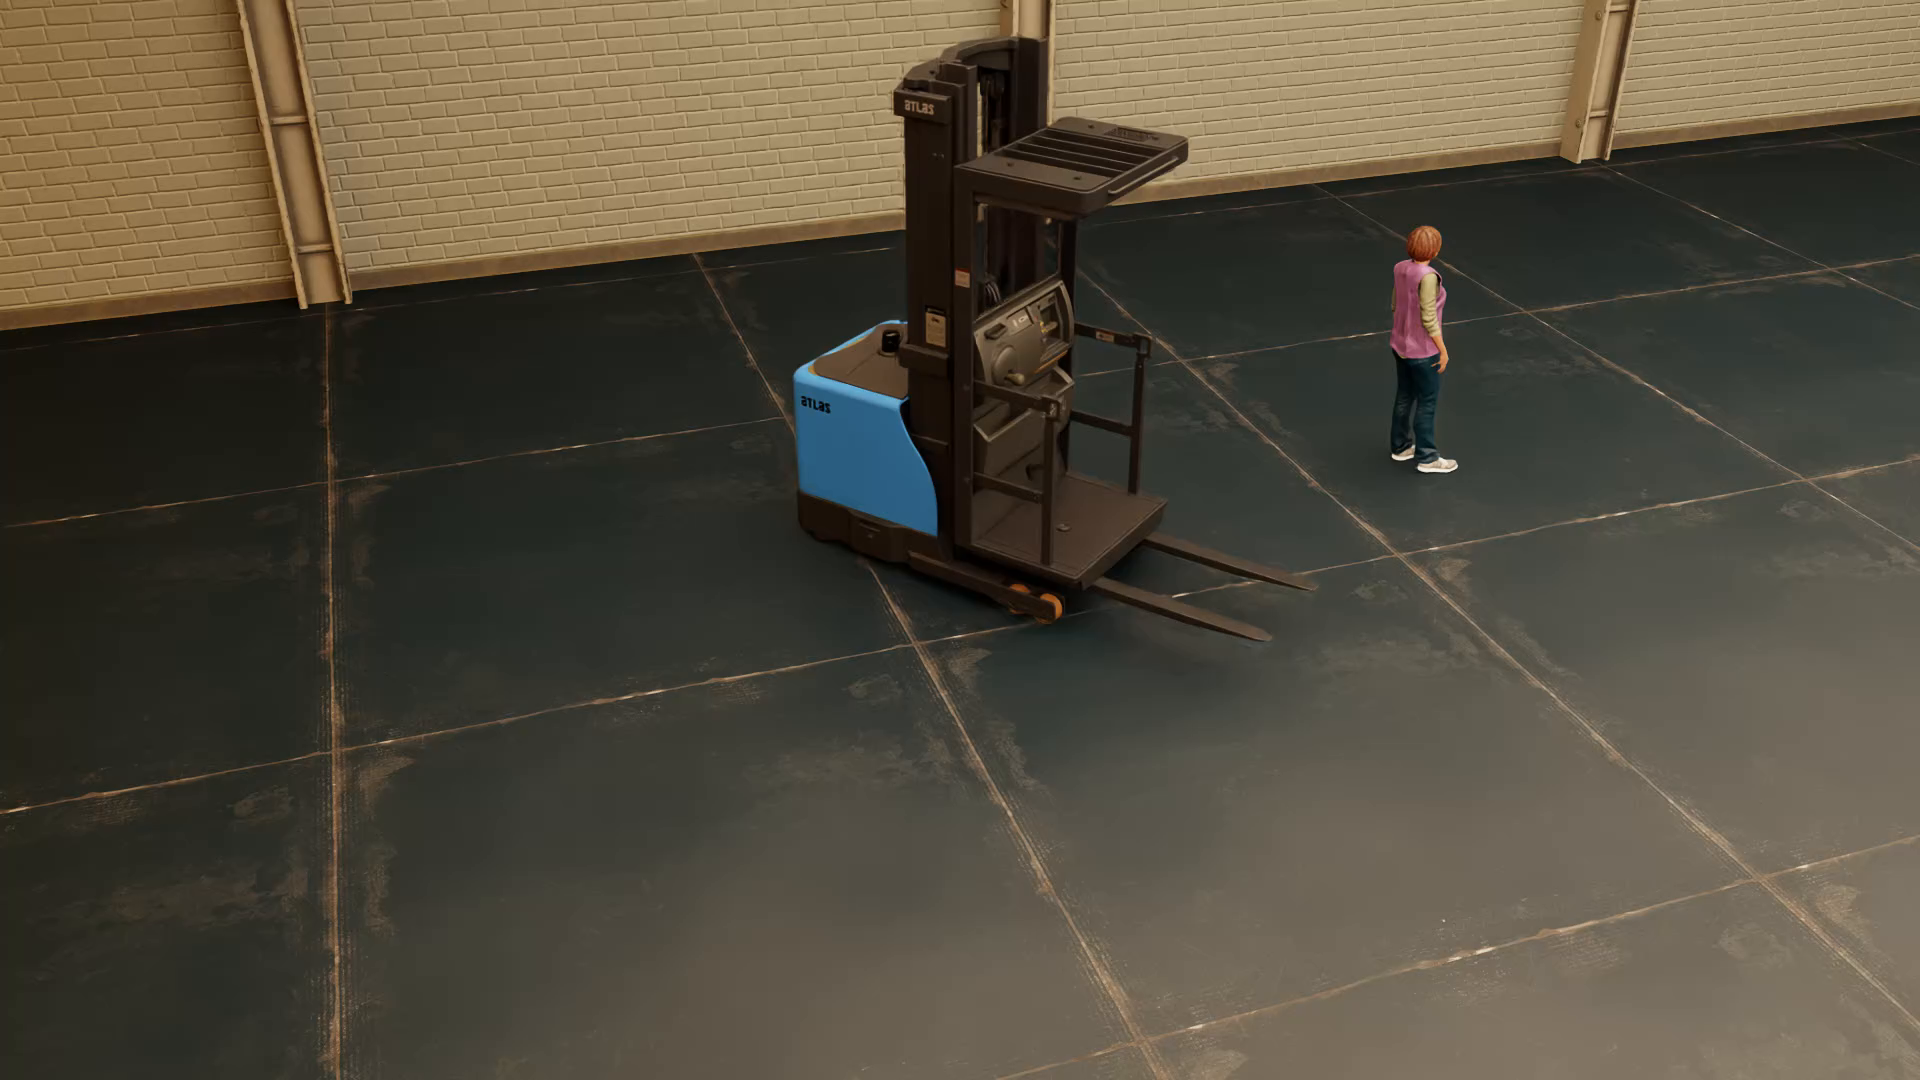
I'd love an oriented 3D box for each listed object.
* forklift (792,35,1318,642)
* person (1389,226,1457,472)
[{"bbox_3d":[0.526,-1.106,9.009,3.031,2.935,1.130,18,35,29],"label":"forklift"},{"bbox_3d":[2.953,-1.219,10.540,0.454,1.605,0.504,-9,31,-16],"label":"person"}]
